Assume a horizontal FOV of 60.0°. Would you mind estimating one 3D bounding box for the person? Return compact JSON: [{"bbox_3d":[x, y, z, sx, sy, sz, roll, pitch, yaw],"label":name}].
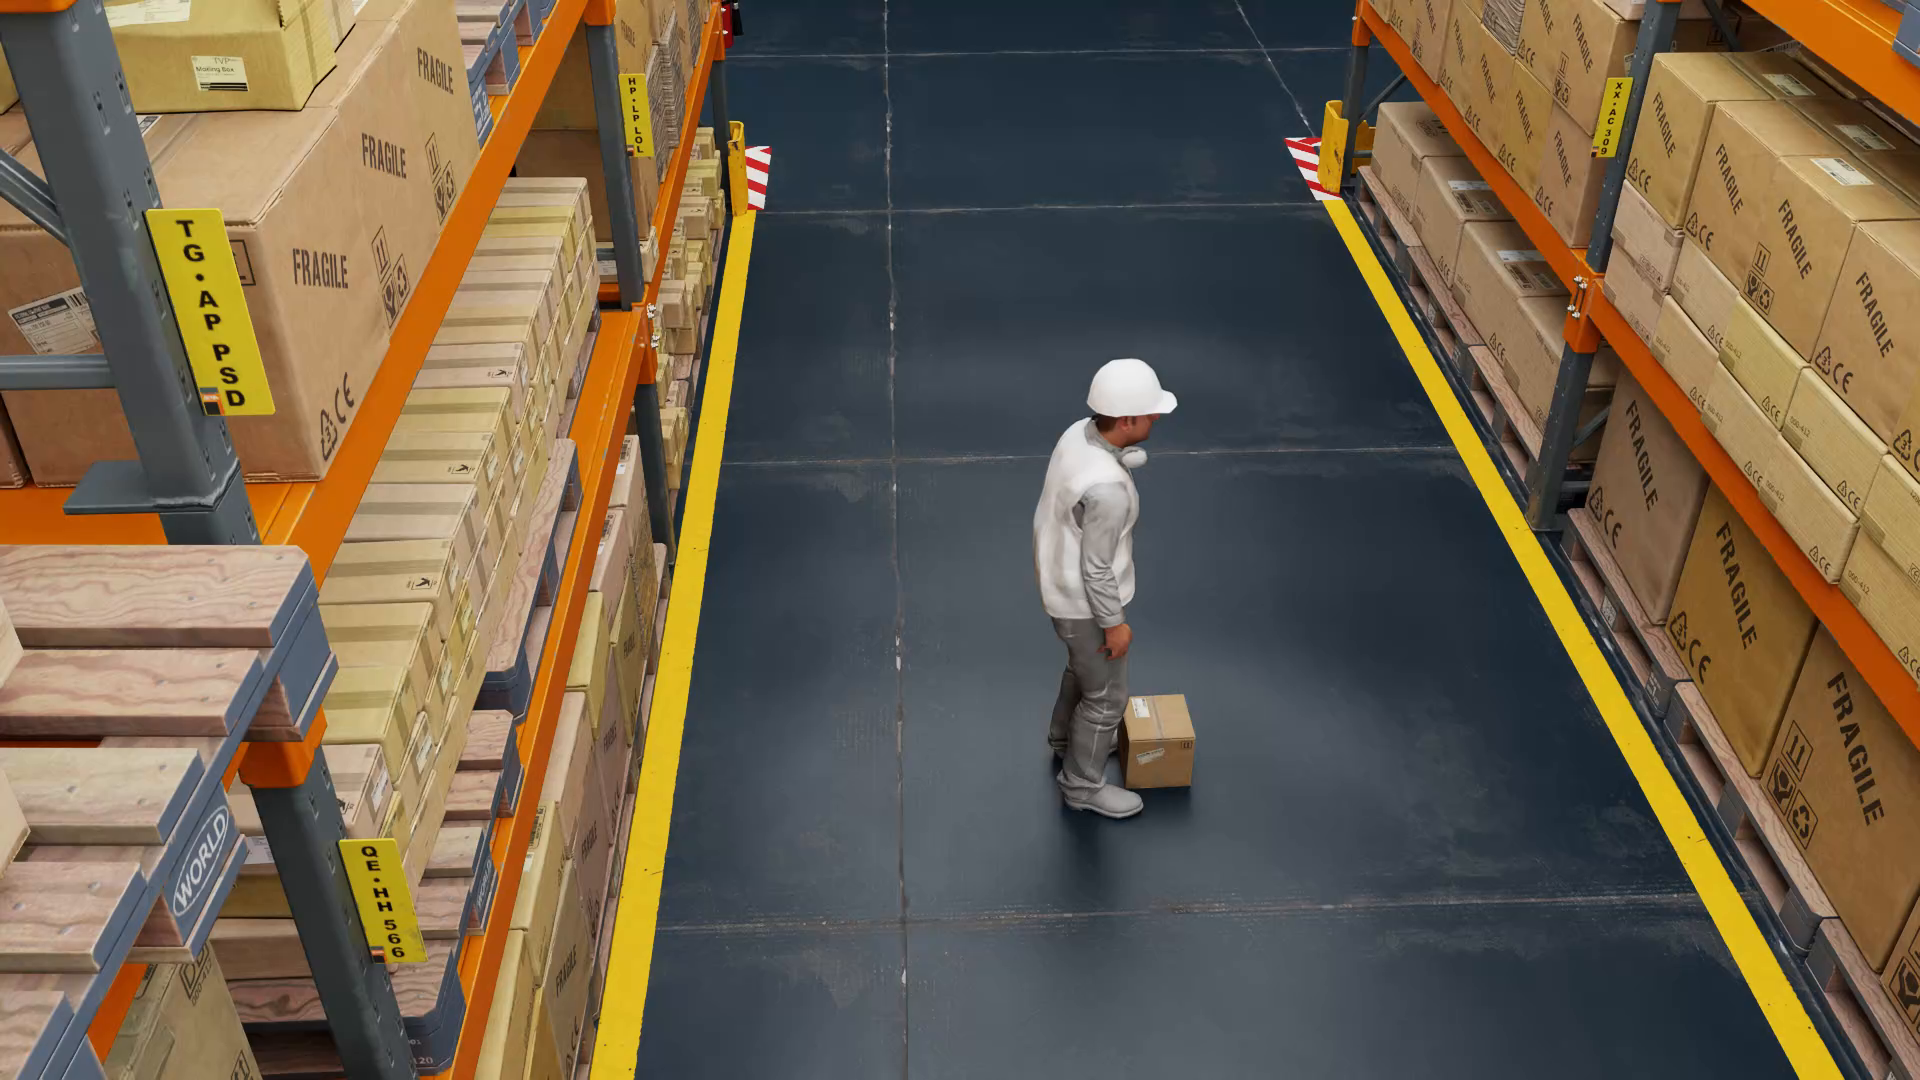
[{"bbox_3d":[0.486,0.160,5.892,0.460,1.772,0.581,-1,35,-2],"label":"person"}]
